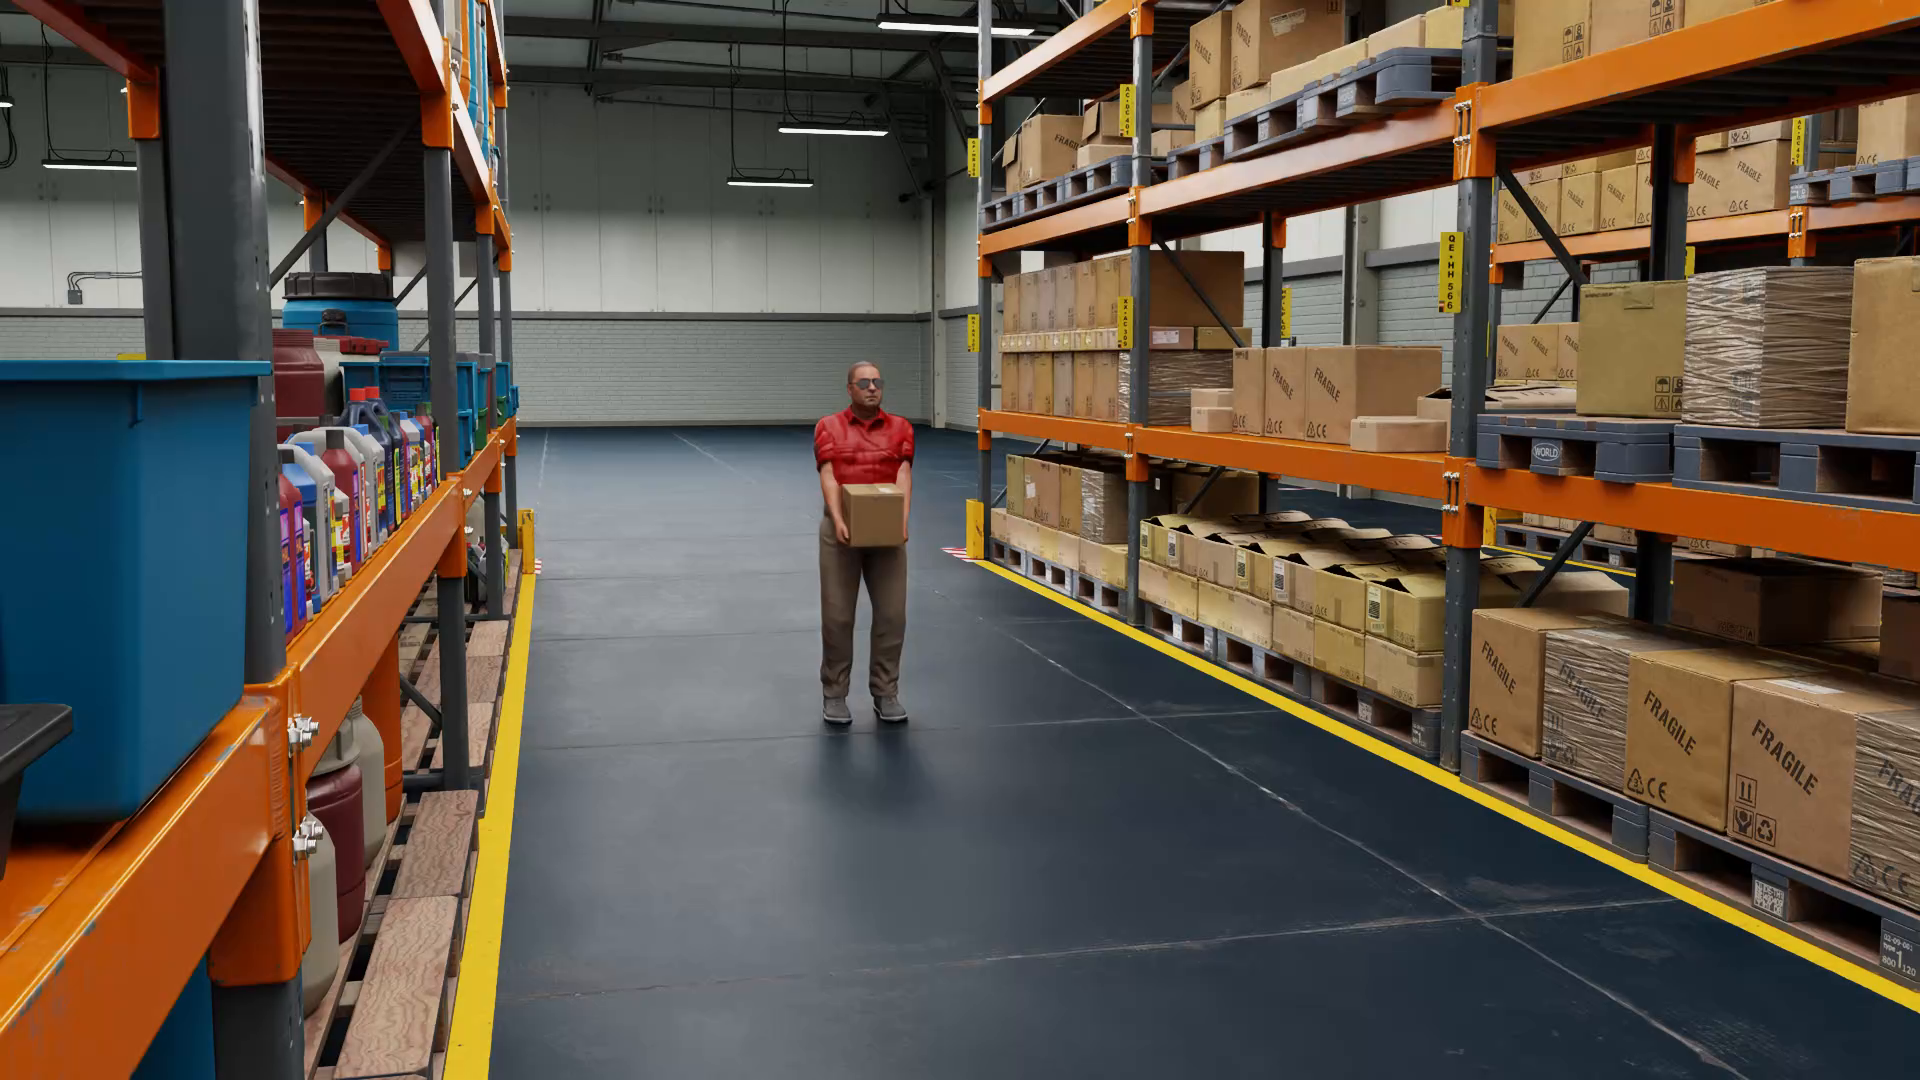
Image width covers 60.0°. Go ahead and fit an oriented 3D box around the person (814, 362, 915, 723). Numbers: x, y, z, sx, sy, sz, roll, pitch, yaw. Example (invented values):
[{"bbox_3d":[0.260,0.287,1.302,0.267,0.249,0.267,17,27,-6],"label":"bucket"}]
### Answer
[{"bbox_3d":[-0.436,0.012,7.970,0.491,1.722,0.533,-1,6,-13],"label":"person"}]
